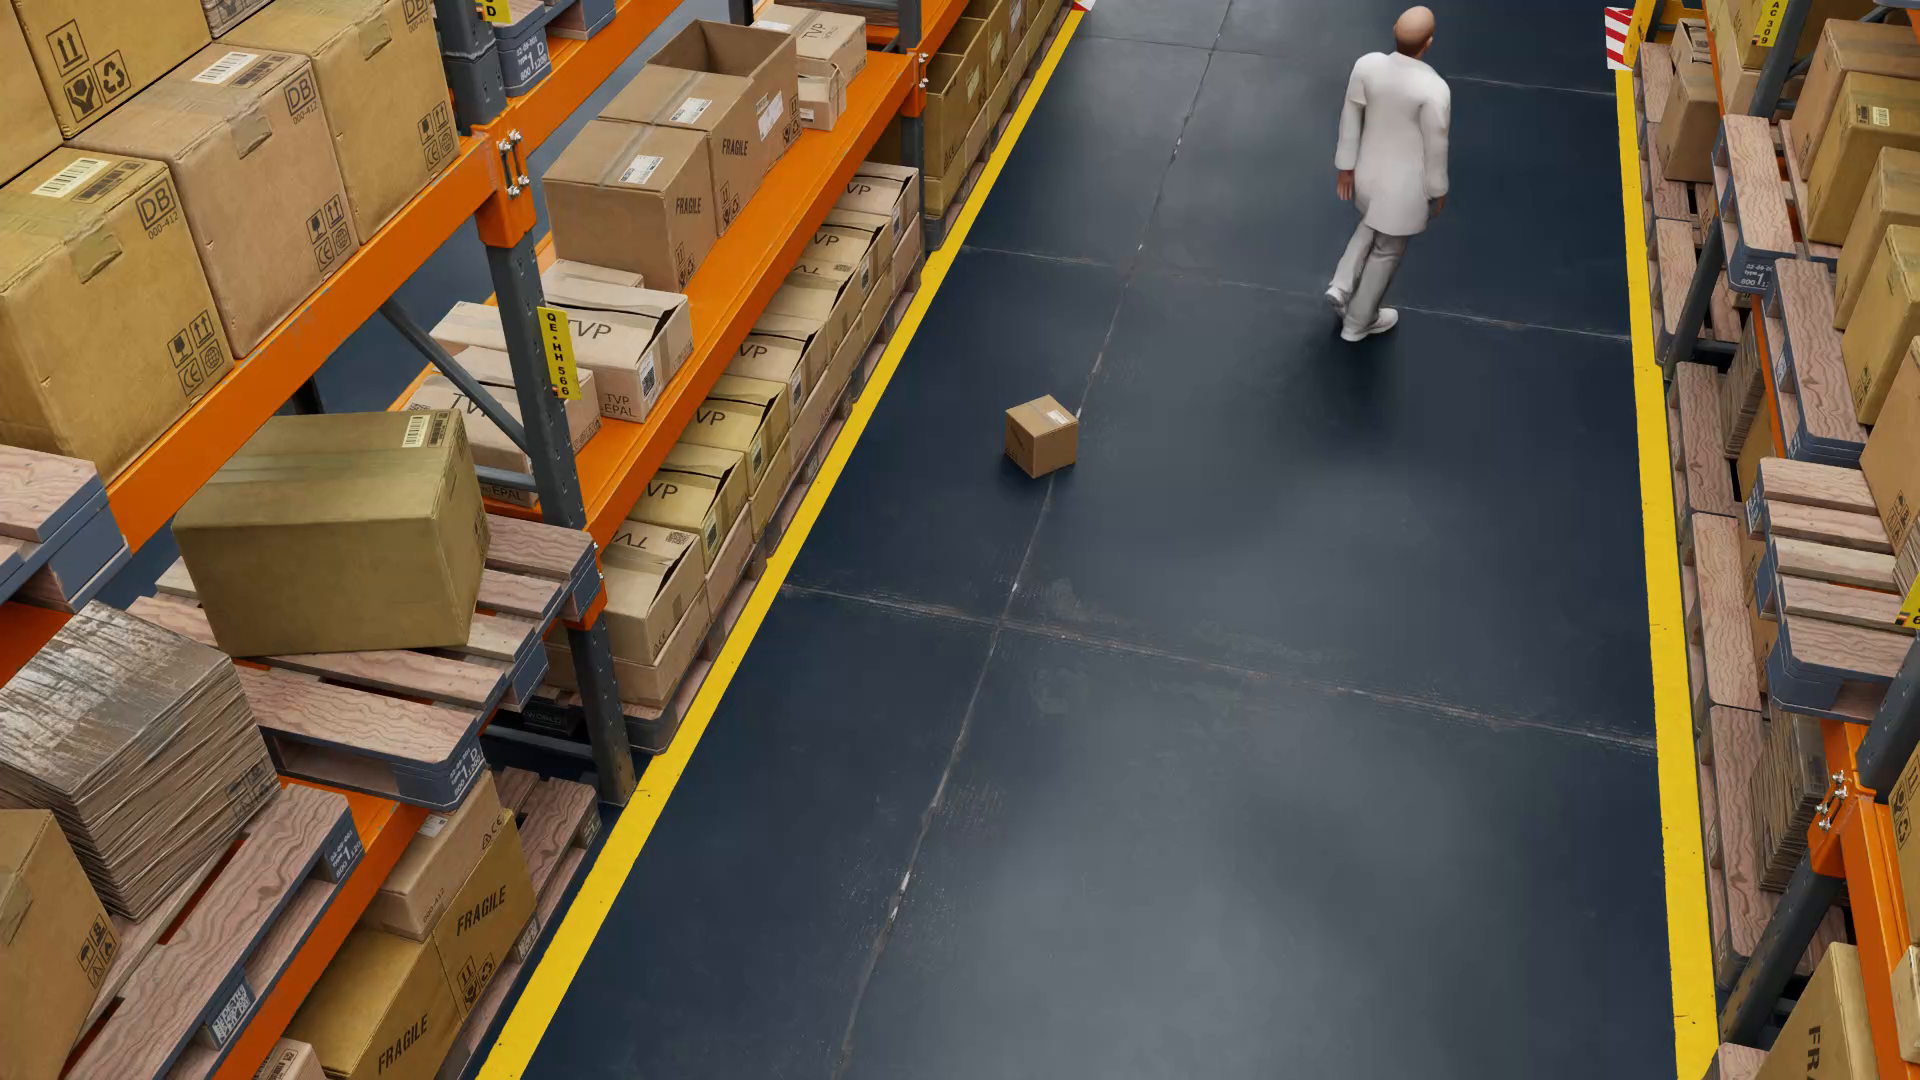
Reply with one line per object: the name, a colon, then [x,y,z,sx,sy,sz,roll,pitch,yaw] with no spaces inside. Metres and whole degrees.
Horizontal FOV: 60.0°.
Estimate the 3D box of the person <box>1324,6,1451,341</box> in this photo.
person: [2.169,-1.795,8.259,0.468,1.807,0.568,-28,48,-29]
